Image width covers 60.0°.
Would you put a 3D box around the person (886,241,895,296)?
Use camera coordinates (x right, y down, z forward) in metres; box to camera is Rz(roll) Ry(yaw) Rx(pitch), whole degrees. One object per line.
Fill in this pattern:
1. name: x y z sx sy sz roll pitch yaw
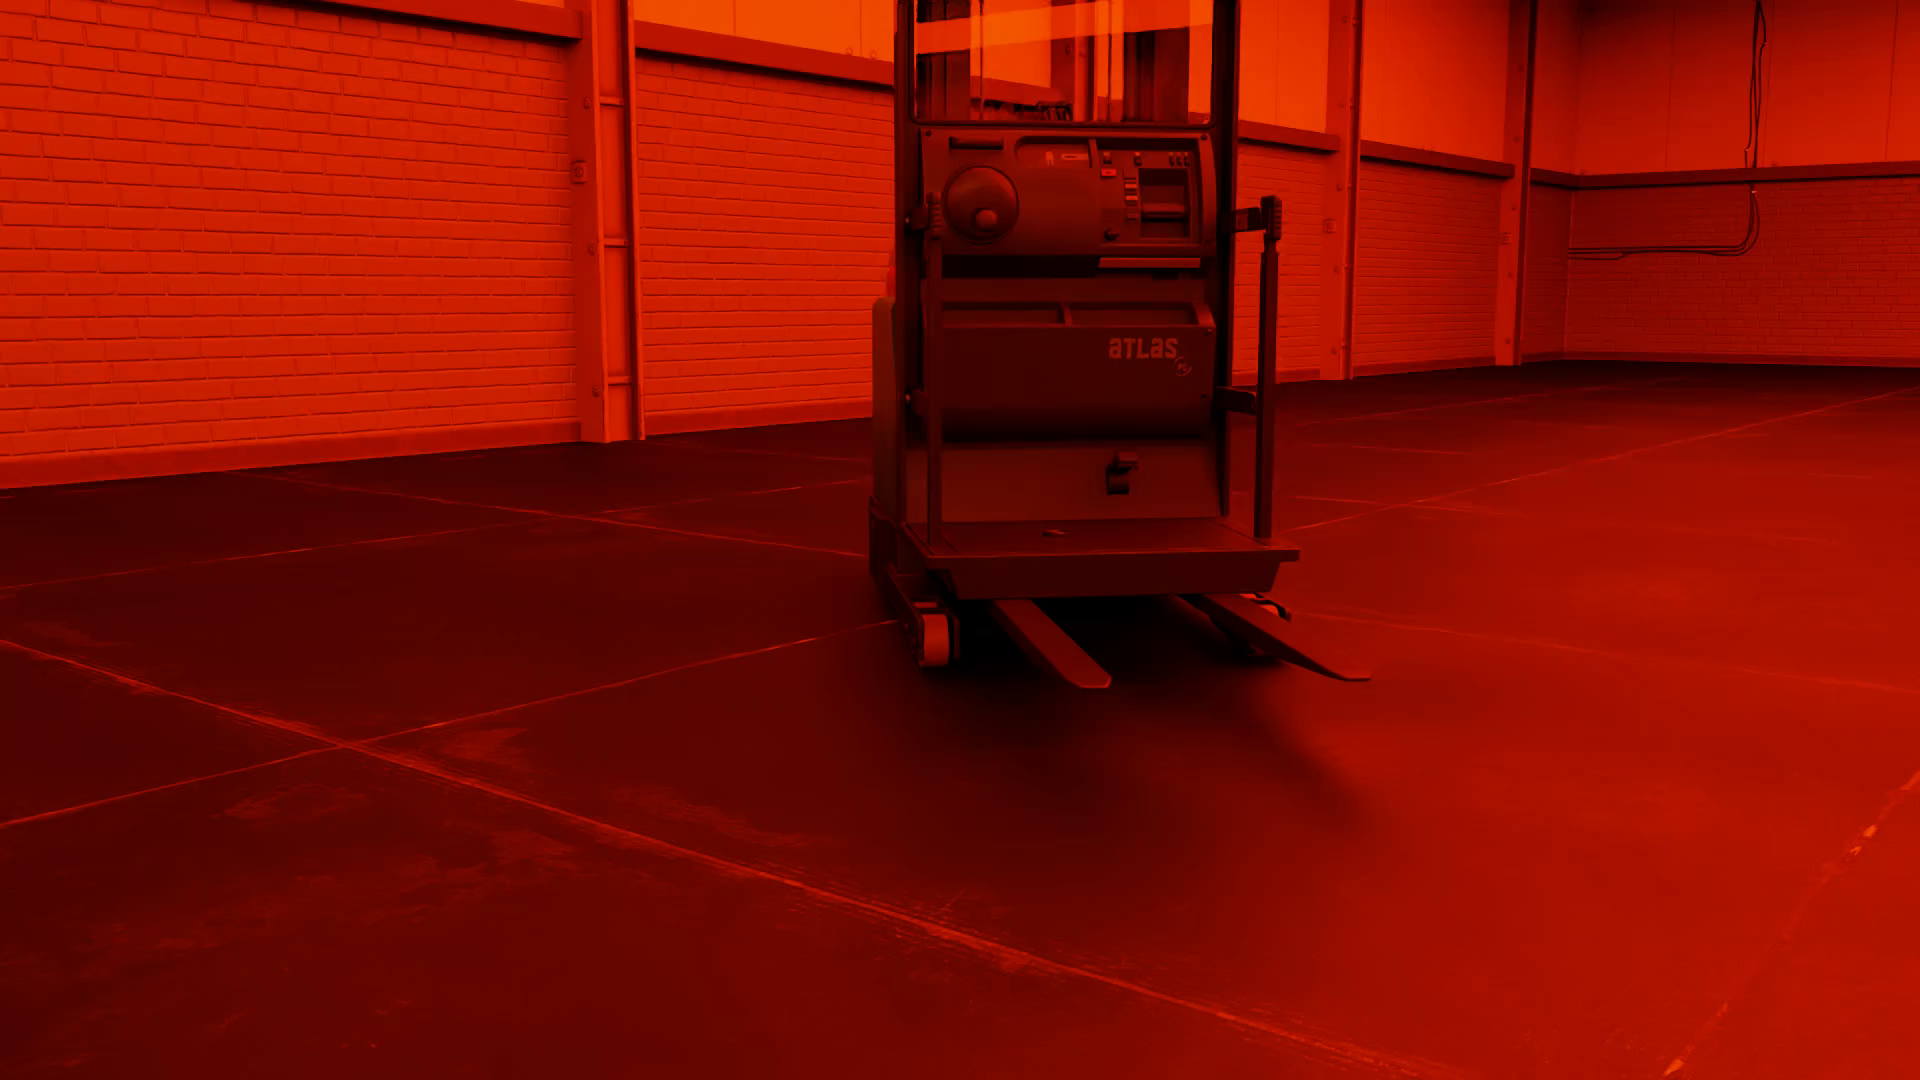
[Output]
1. person: 0.062 -0.875 7.378 0.719 1.777 0.484 6 10 35

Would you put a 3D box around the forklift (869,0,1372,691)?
1. forklift: 0.375 -1.129 4.996 1.130 2.935 3.031 -1 8 -8
